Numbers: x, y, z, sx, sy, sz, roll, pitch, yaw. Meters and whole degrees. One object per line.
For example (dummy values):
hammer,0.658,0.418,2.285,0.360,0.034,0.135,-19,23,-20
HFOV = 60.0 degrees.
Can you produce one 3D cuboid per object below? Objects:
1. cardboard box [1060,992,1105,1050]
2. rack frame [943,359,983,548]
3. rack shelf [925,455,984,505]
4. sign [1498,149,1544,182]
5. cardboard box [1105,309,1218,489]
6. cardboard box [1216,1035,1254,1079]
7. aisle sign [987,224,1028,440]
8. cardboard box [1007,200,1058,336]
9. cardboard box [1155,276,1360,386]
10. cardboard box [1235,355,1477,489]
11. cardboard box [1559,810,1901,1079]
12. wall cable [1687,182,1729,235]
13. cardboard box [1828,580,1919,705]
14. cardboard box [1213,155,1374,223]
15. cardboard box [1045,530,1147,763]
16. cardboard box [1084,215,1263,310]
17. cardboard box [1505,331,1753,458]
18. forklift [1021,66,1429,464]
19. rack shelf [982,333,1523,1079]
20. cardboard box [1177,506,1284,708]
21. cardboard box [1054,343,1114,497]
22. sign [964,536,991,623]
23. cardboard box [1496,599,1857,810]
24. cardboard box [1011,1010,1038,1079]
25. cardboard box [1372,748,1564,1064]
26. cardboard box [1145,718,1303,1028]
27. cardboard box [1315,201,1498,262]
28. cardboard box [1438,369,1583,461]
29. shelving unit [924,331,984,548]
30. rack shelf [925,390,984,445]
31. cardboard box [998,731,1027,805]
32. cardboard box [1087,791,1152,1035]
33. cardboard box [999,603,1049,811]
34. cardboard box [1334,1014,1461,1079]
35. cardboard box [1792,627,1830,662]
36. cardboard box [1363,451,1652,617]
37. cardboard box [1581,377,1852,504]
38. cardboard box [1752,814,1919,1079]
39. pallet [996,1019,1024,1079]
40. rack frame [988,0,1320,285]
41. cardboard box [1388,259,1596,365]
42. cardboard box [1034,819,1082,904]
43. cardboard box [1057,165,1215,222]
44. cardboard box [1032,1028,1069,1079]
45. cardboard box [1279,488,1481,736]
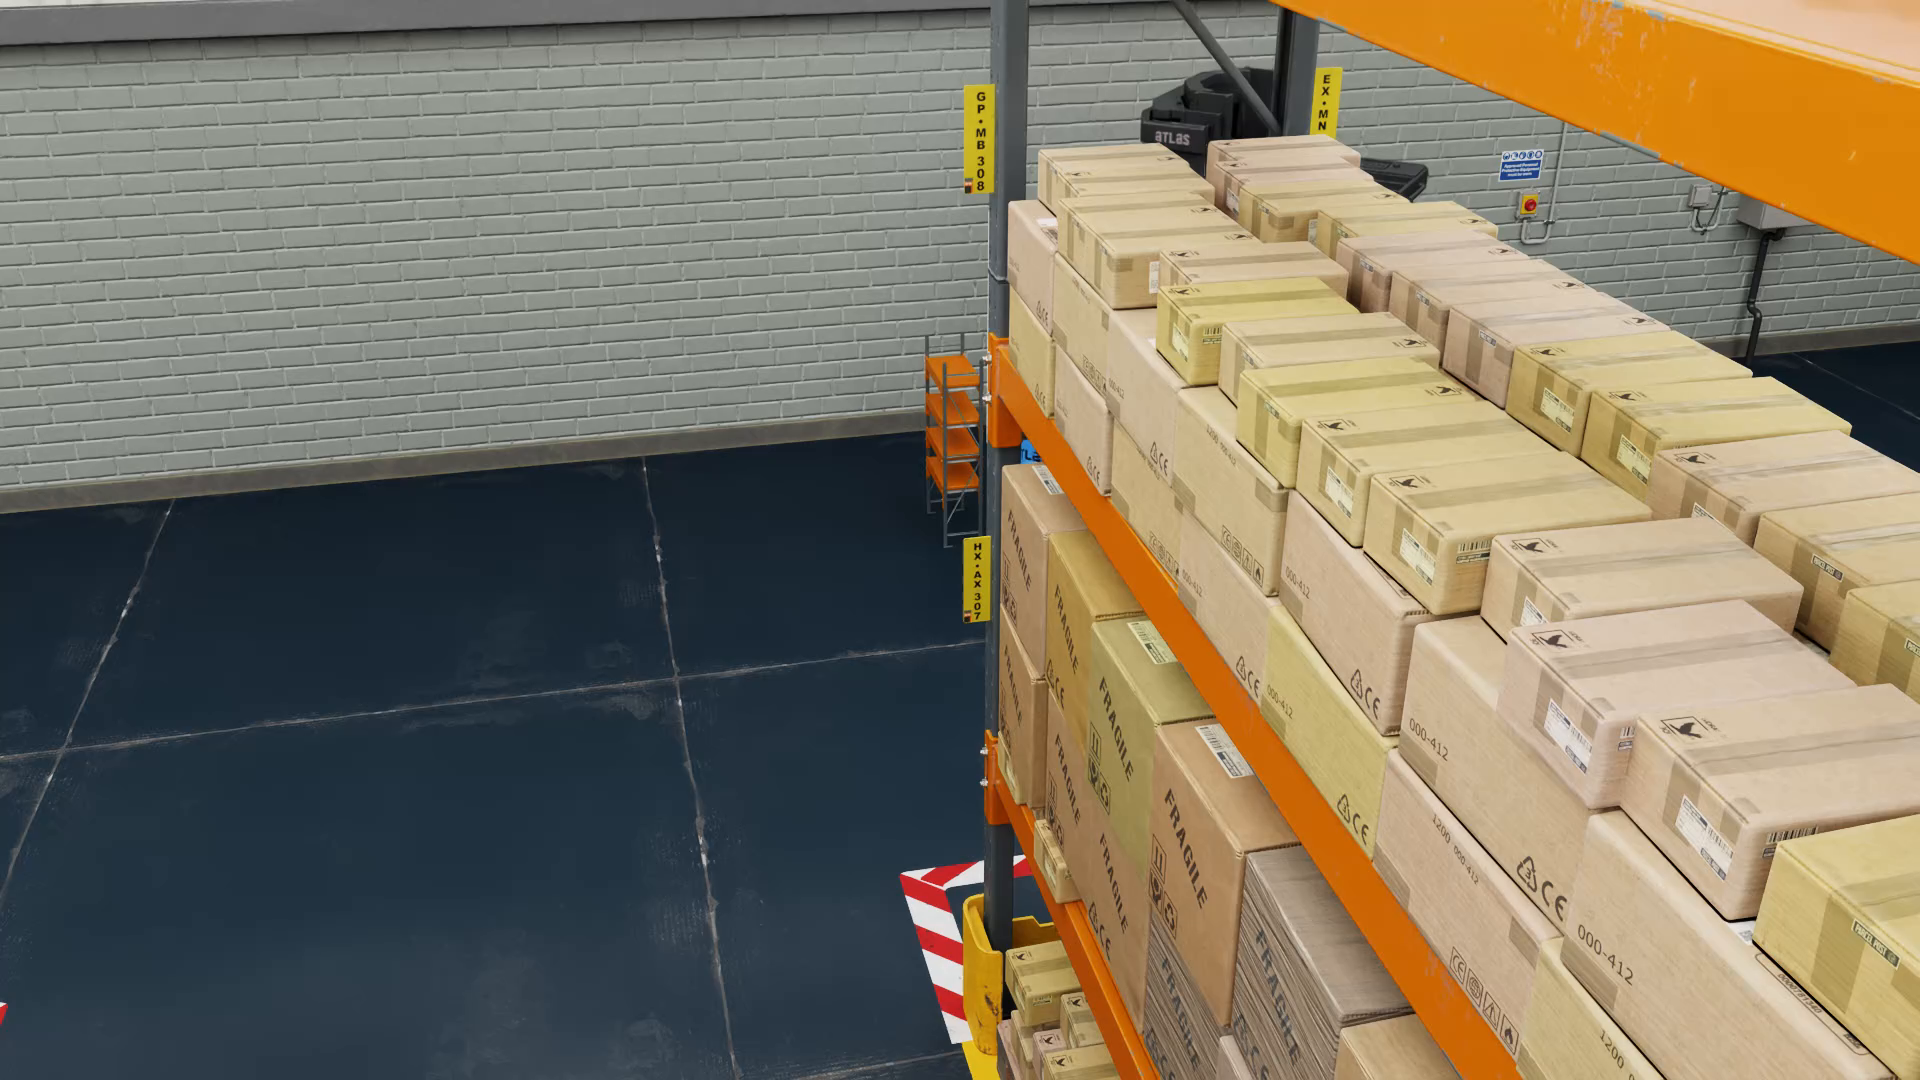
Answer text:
cardboard box,0.557,1.661,5.668,0.380,0.149,0.250,-5,27,-11
rack frame,0.018,-0.501,9.911,0.240,1.200,0.015,-6,27,-12
rack shelf,-0.037,-0.371,10.243,0.258,0.148,0.480,-6,27,-12
sign,4.036,-2.695,11.960,0.327,0.218,0.001,-6,27,-12
cardboard box,0.657,-0.356,3.910,0.500,0.250,0.500,-6,27,-11
cardboard box,0.881,1.416,3.674,0.500,0.500,0.500,-6,27,-12
aisle sign,0.282,-0.694,5.412,0.394,0.787,0.004,-6,27,-12
cardboard box,0.438,-0.804,4.797,0.500,0.250,0.500,-6,27,-11
cardboard box,0.653,-0.465,3.683,0.380,0.149,0.250,-5,27,-10
cardboard box,0.761,-0.233,3.224,0.380,0.149,0.250,-6,27,-12
cardboard box,1.140,0.552,2.111,0.500,0.250,0.500,-7,28,-14
wall cable,5.476,-3.155,12.044,0.588,1.984,0.122,-6,27,-12
cardboard box,1.522,0.171,2.423,0.380,0.149,0.250,-6,27,-12
cardboard box,0.933,-0.973,4.690,0.380,0.149,0.250,-6,27,-11
cardboard box,0.553,0.289,4.798,0.500,0.500,0.500,-5,27,-10
cardboard box,0.525,-0.693,4.135,0.380,0.149,0.250,-6,27,-11
cardboard box,1.341,-0.297,3.350,0.380,0.149,0.250,-7,28,-13
forklift,1.750,-0.884,8.748,3.031,2.935,1.130,14,30,25
rack shelf,1.041,0.328,3.741,1.077,0.370,4.000,-6,27,-12
cardboard box,0.791,0.103,3.555,0.500,0.250,0.500,-6,27,-12
cardboard box,0.557,-0.350,4.451,0.500,0.250,0.500,-5,27,-10
sign,0.062,0.136,5.690,0.100,0.325,0.005,-6,27,-12
cardboard box,0.989,0.223,2.320,0.380,0.149,0.250,-6,27,-12
cardboard box,0.396,1.816,6.022,0.380,0.149,0.250,-5,27,-11
cardboard box,1.017,0.543,2.682,0.500,0.250,0.500,-6,27,-12
cardboard box,0.767,0.743,3.899,0.500,0.500,0.500,-7,28,-13
cardboard box,1.135,-0.754,4.254,0.380,0.149,0.250,-6,27,-11
cardboard box,1.274,-0.179,3.558,0.500,0.250,0.500,-7,28,-14
shelving unit,-0.037,-0.608,10.124,0.258,1.200,0.503,-6,27,-12
rack shelf,-0.037,-0.748,10.053,0.258,0.148,0.480,-6,27,-12
cardboard box,0.344,0.755,5.703,0.380,0.149,0.250,-6,27,-12
cardboard box,0.666,0.964,4.570,0.500,0.500,0.500,-6,27,-11
cardboard box,0.422,0.515,5.459,0.500,0.500,0.500,-5,27,-9
cardboard box,1.001,1.195,3.003,0.500,0.500,0.500,-7,28,-13
cardboard box,1.509,0.274,2.662,0.500,0.250,0.500,-6,27,-12
cardboard box,0.912,-0.016,2.793,0.380,0.149,0.250,-7,28,-14
cardboard box,1.413,-0.184,3.125,0.380,0.149,0.250,-5,27,-9
cardboard box,1.155,0.441,1.888,0.380,0.149,0.250,-7,28,-14
pallet,0.756,2.106,5.843,1.003,0.211,1.213,-6,27,-12
rack frame,0.590,-2.210,4.642,1.000,3.000,0.127,-6,27,-12
cardboard box,1.209,-0.524,3.799,0.380,0.149,0.250,-5,27,-10
cardboard box,0.450,0.986,5.245,0.380,0.149,0.250,-7,28,-13
cardboard box,0.481,-0.927,4.597,0.380,0.149,0.250,-5,27,-10
cardboard box,0.465,1.802,5.718,0.380,0.149,0.250,-6,27,-12
cardboard box,0.912,0.094,3.018,0.500,0.250,0.500,-5,27,-9
